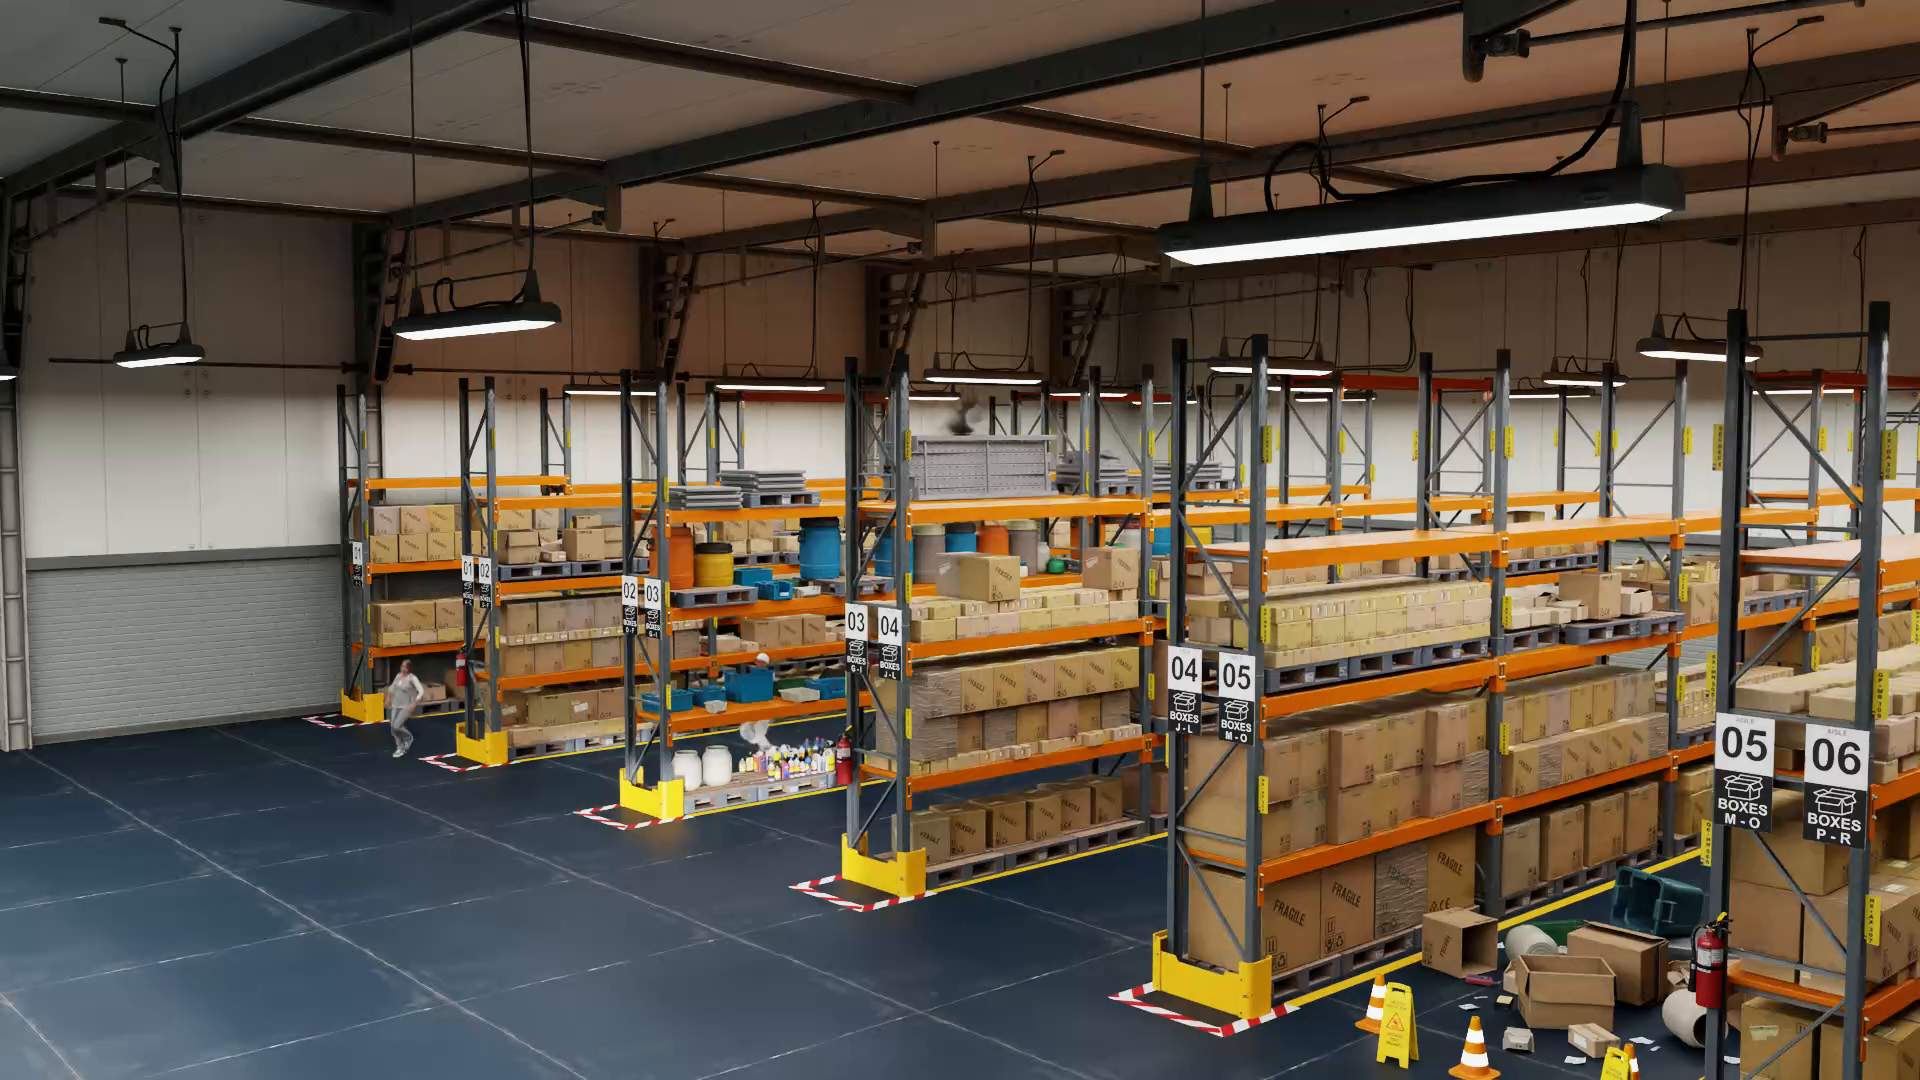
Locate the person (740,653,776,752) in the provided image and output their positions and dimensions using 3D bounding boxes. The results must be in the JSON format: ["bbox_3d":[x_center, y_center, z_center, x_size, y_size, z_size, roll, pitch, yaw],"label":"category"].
[{"bbox_3d":[-3.123,2.605,25.512,0.644,1.739,0.581,3,5,41],"label":"person"}]

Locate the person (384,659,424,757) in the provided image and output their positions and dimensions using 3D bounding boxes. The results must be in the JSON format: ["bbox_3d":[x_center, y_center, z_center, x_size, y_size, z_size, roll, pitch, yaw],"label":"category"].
[{"bbox_3d":[-8.820,2.670,26.345,0.614,1.556,0.472,1,4,21],"label":"person"}]

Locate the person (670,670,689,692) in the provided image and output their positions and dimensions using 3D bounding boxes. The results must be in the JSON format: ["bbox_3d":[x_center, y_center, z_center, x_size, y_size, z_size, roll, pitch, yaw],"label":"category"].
[{"bbox_3d":[-5.122,2.330,30.411,0.600,1.681,0.892,3,5,39],"label":"person"}]

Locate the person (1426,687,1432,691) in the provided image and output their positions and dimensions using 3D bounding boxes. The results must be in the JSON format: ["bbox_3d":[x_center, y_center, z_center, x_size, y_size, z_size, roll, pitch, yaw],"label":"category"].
[{"bbox_3d":[6.409,2.759,23.067,0.926,1.755,0.673,-3,5,-43],"label":"person"}]
